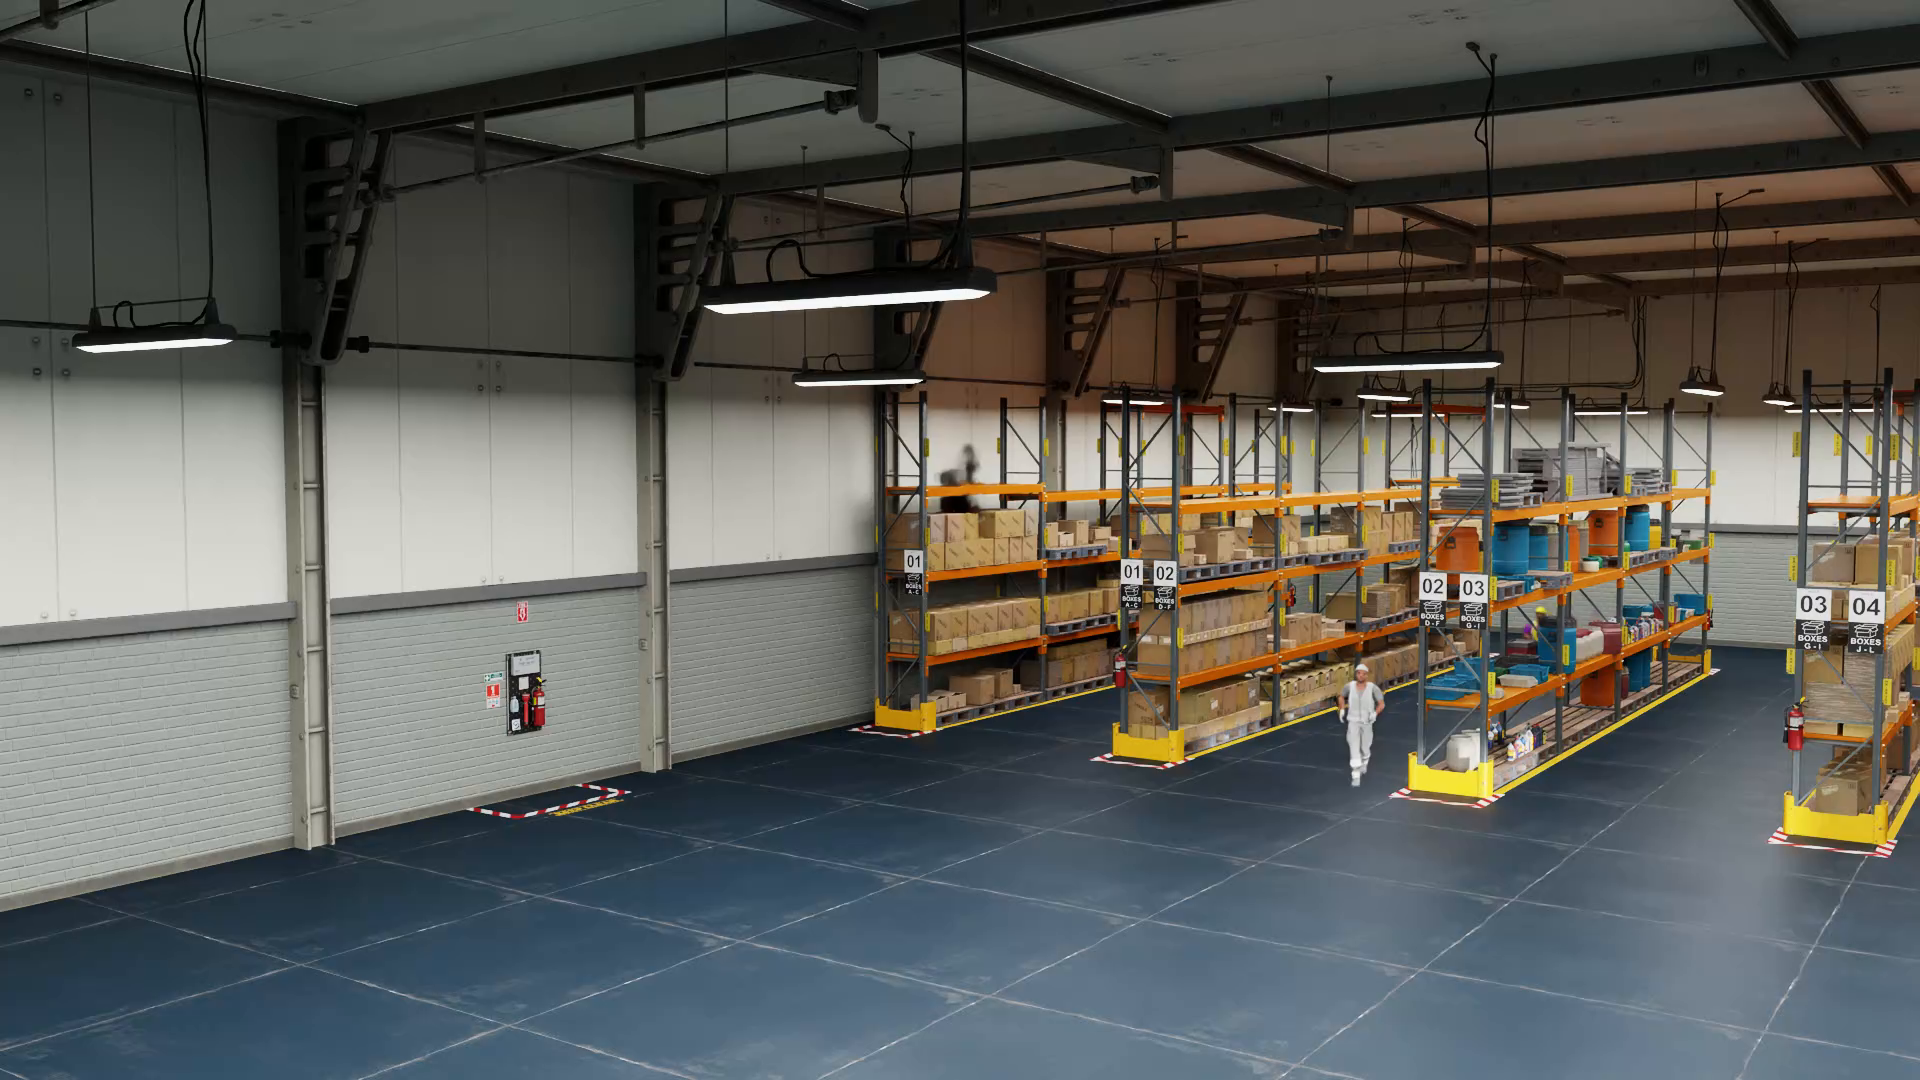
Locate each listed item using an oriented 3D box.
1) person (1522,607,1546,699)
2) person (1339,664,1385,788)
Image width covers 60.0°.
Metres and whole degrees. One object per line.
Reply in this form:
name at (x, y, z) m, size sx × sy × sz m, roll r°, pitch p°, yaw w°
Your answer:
person at (11.702, 2.254, 33.520) m, size 0.676 × 1.825 × 0.791 m, roll 2°, pitch 4°, yaw 36°
person at (5.996, 2.740, 24.860) m, size 0.678 × 1.795 × 0.929 m, roll 1°, pitch 3°, yaw 16°
